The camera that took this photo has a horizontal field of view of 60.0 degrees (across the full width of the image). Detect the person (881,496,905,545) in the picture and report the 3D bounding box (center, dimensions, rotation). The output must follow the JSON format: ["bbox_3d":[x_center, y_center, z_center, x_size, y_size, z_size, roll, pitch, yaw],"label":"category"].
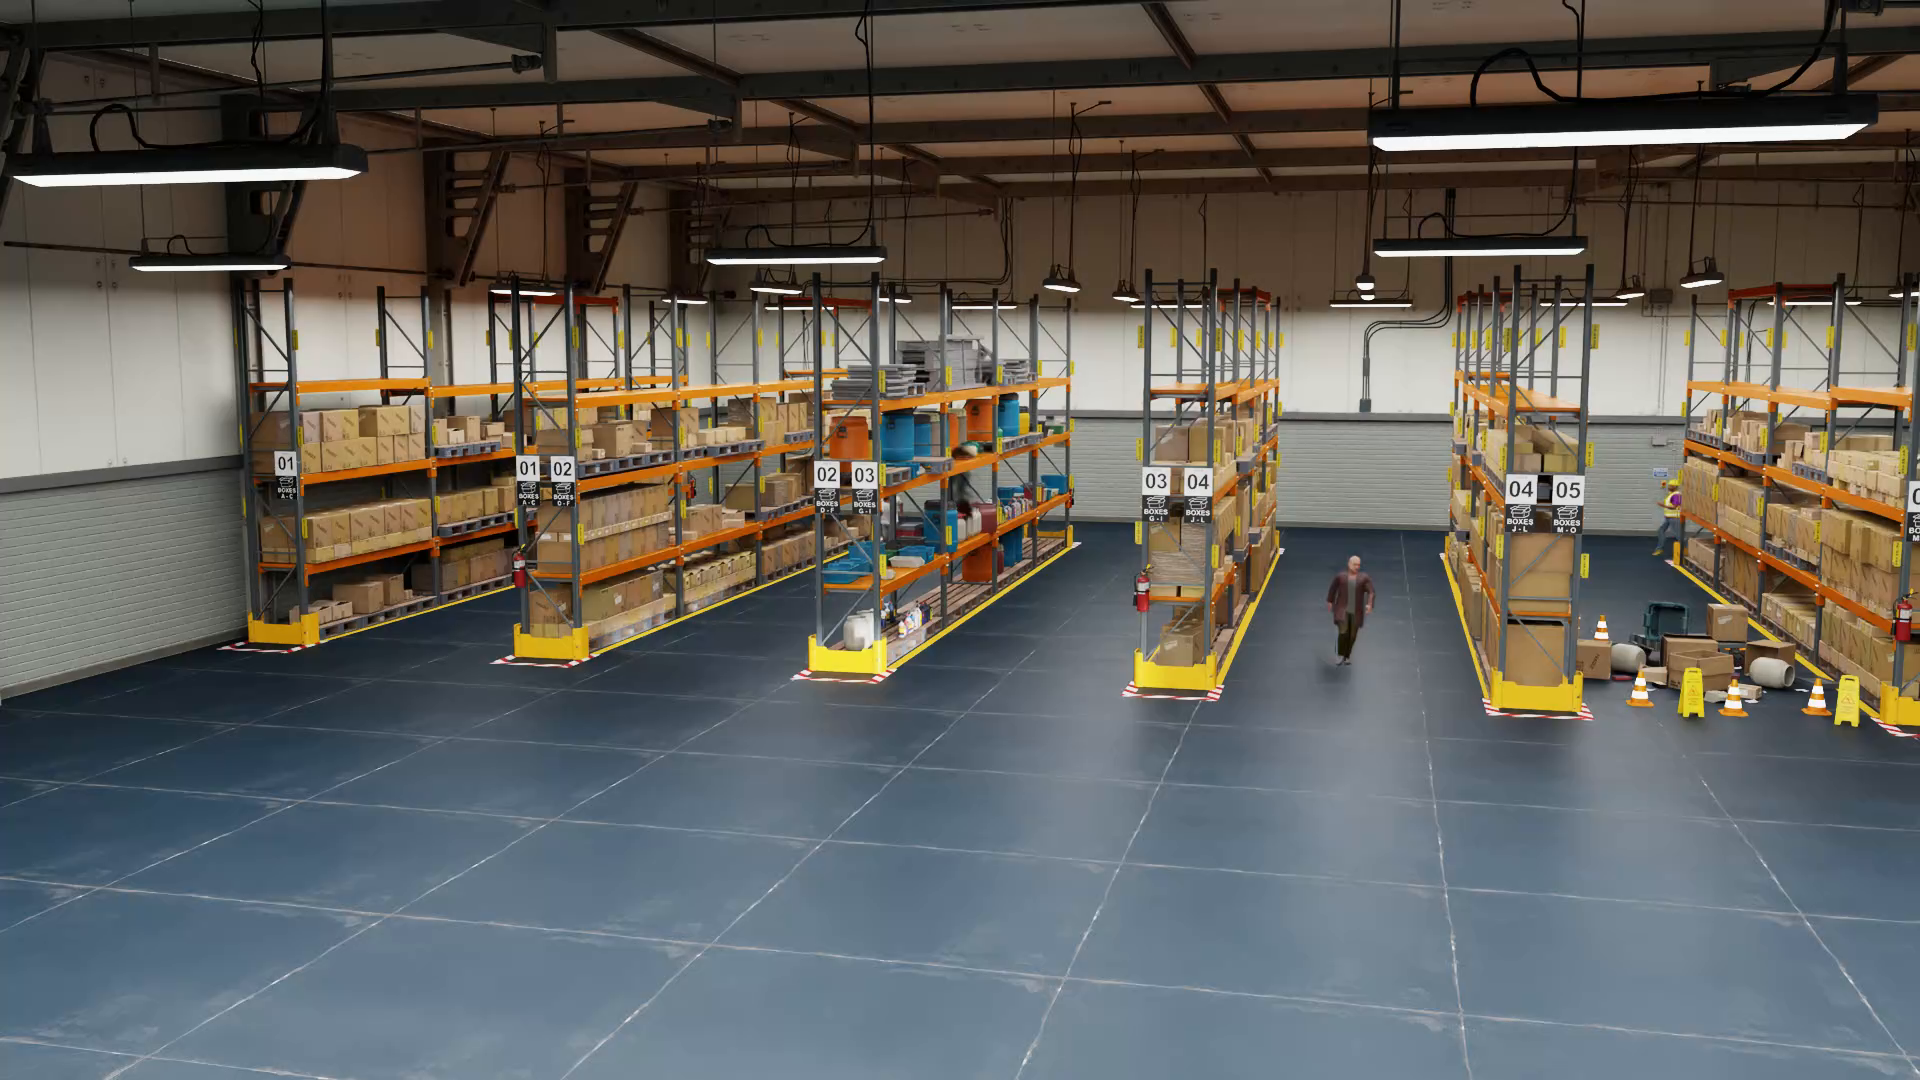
[{"bbox_3d":[-1.623,-0.386,37.827,0.730,1.734,0.976,0,7,1],"label":"person"}]

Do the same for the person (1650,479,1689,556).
[{"bbox_3d":[16.497,-0.502,38.513,0.840,1.816,0.687,1,7,6],"label":"person"}]

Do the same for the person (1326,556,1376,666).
[{"bbox_3d":[5.980,1.096,25.371,0.667,1.716,0.880,0,7,3],"label":"person"}]
